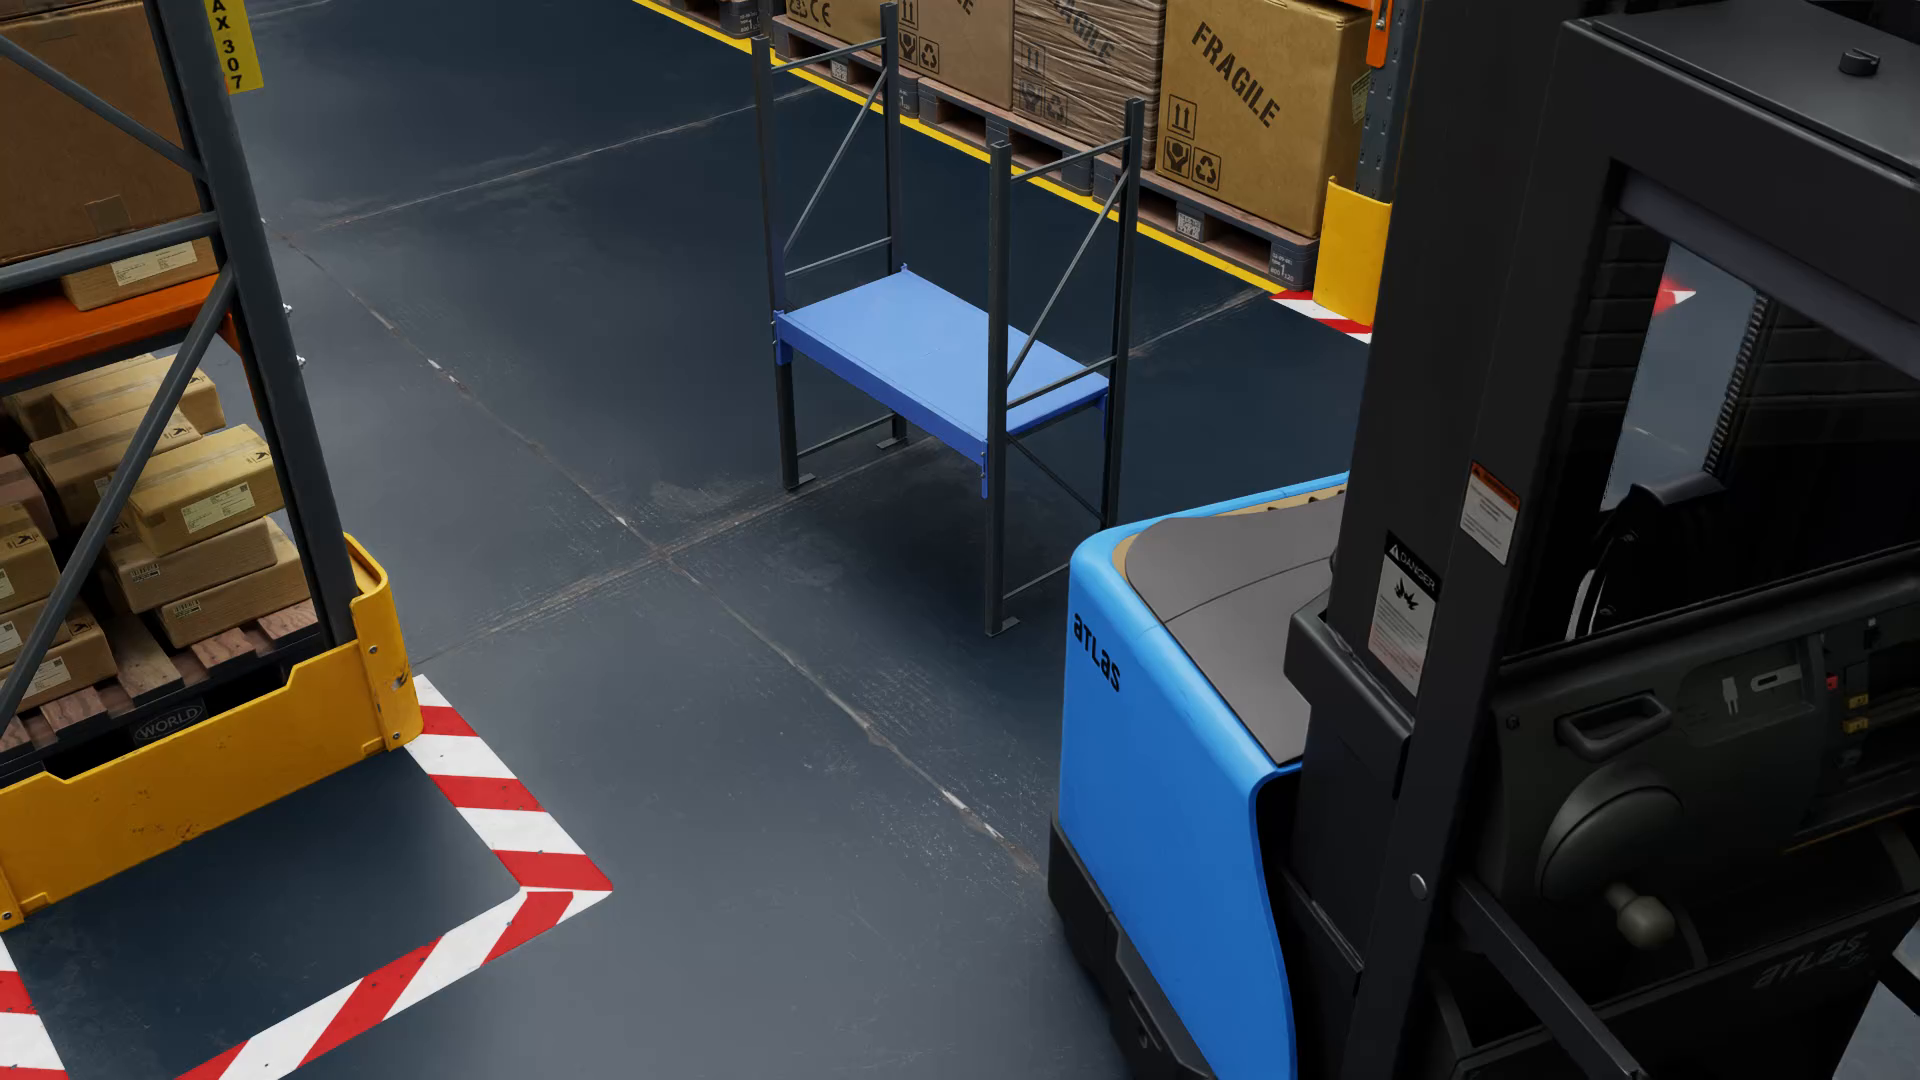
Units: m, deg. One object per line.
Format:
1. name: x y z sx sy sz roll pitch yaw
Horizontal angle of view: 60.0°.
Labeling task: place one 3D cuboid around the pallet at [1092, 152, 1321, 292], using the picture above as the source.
1. pallet: 1.337 -1.519 7.213 1.003 0.211 1.213 -26 43 -32

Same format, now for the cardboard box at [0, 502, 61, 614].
1. cardboard box: -2.476 0.082 4.128 0.380 0.149 0.250 -25 43 -31

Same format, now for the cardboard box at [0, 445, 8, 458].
1. cardboard box: -2.931 -0.170 4.741 0.380 0.149 0.250 -27 43 -32

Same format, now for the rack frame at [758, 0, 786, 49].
1. rack frame: -0.668 -4.100 8.443 1.000 3.000 0.127 -26 43 -32

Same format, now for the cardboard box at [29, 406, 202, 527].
1. cardboard box: -2.289 -0.214 4.545 0.380 0.149 0.250 -25 42 -31

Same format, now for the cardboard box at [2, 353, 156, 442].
1. cardboard box: -2.577 -0.452 4.881 0.380 0.149 0.250 -28 44 -34

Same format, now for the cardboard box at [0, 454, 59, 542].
1. cardboard box: -2.595 -0.051 4.315 0.380 0.149 0.250 -25 42 -31

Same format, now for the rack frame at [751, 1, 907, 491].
1. rack frame: -0.383 -0.874 5.187 0.500 1.500 0.032 -26 43 -32

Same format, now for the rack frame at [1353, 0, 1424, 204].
1. rack frame: 1.913 -2.334 5.950 1.000 3.000 0.127 -26 43 -32

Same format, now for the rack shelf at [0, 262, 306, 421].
1. rack shelf: -3.232 -1.118 4.855 1.077 0.370 4.000 -26 43 -32

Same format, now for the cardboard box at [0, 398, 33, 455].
1. cardboard box: -2.769 -0.437 5.118 0.380 0.149 0.250 -28 44 -34

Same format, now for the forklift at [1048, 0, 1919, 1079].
1. forklift: 1.227 0.358 2.208 1.130 2.935 3.031 -13 37 -18

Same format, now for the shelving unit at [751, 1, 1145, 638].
1. shelving unit: -0.055 -0.650 4.870 0.538 1.500 1.048 -26 43 -32

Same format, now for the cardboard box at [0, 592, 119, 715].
1. cardboard box: -2.440 0.309 4.322 0.380 0.149 0.250 -25 42 -31

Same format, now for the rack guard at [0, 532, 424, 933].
1. rack guard: -1.990 0.458 4.170 1.175 0.500 0.348 -26 43 -32

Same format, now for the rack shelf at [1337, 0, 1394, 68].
1. rack shelf: 0.622 -2.923 7.404 1.077 0.370 4.000 -26 43 -32

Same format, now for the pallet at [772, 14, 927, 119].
1. pallet: -0.237 -2.597 8.734 1.003 0.211 1.213 -26 43 -32

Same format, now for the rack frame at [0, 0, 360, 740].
1. rack frame: -1.941 -0.528 3.401 1.000 3.000 0.127 -26 43 -32

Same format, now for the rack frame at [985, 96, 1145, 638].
1. rack frame: 0.273 -0.425 4.553 0.500 1.500 0.032 -26 43 -32

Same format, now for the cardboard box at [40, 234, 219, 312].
1. cardboard box: -1.900 -0.691 3.848 0.380 0.149 0.250 -26 43 -32

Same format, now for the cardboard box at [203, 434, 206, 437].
1. cardboard box: -2.513 -0.233 5.087 0.380 0.149 0.250 -25 43 -31

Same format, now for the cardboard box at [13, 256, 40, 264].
1. cardboard box: -2.096 -0.788 3.985 0.380 0.149 0.250 -24 42 -30

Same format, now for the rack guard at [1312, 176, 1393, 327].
1. rack guard: 1.929 -1.303 6.657 1.175 0.500 0.348 -26 43 -32

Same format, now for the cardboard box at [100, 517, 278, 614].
1. cardboard box: -2.083 0.015 4.479 0.380 0.149 0.250 -24 42 -30

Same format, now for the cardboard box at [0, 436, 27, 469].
1. cardboard box: -2.750 -0.310 5.196 0.380 0.149 0.250 -26 43 -32

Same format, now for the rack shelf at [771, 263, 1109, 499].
1. rack shelf: -0.055 -0.503 4.974 0.538 0.185 1.000 -26 43 -32

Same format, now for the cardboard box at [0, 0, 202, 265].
1. cardboard box: -2.020 -0.992 3.711 0.500 0.500 0.500 -24 42 -30

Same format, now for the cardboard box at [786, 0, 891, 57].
1. cardboard box: -0.303 -3.083 8.482 0.875 0.875 0.875 -26 43 -32

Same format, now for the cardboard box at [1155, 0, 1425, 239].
1. cardboard box: 1.439 -1.891 6.799 0.875 0.875 0.875 -26 43 -32

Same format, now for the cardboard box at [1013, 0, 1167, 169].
1. cardboard box: 0.852 -2.292 7.367 0.875 0.875 0.875 -26 43 -32

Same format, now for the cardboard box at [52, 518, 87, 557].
1. cardboard box: -2.432 -0.079 4.870 0.380 0.149 0.250 -26 43 -31

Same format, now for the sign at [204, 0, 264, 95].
1. sign: -1.527 -1.084 3.436 0.100 0.325 0.005 -26 43 -32

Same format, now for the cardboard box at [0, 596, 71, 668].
1. cardboard box: -2.500 0.216 4.196 0.380 0.149 0.250 -27 44 -33

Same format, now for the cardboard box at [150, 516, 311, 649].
1. cardboard box: -2.035 0.113 4.598 0.380 0.149 0.250 -25 42 -31

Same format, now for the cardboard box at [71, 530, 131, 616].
1. cardboard box: -2.266 0.028 4.718 0.380 0.149 0.250 -26 43 -32

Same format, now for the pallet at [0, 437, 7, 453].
1. pallet: -3.270 -0.334 5.539 1.003 0.211 1.213 -26 43 -32

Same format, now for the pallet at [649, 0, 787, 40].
1. pallet: -1.224 -3.274 9.691 1.003 0.211 1.213 -26 43 -32

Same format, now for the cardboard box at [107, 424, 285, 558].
1. cardboard box: -2.020 -0.137 4.437 0.380 0.149 0.250 -28 44 -34

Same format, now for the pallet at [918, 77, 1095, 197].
1. pallet: 0.554 -2.058 7.973 1.003 0.211 1.213 -26 43 -32

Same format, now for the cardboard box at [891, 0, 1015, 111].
1. cardboard box: 0.277 -2.685 7.921 0.875 0.875 0.875 -26 43 -32

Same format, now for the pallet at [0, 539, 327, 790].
1. pallet: -2.487 0.204 4.779 1.003 0.211 1.213 -26 43 -32

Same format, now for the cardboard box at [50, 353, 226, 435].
1. cardboard box: -2.354 -0.373 4.770 0.380 0.149 0.250 -26 43 -32

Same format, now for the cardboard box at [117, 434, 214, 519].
1. cardboard box: -2.217 -0.127 4.679 0.380 0.149 0.250 -26 43 -32

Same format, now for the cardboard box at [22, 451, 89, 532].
1. cardboard box: -2.442 -0.202 4.785 0.380 0.149 0.250 -25 43 -31

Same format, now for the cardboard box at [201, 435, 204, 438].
1. cardboard box: -2.525 -0.355 5.003 0.380 0.149 0.250 -25 42 -30

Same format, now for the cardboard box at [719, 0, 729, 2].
1. cardboard box: -1.096 -3.679 9.324 1.225 0.875 0.875 -26 43 -32
